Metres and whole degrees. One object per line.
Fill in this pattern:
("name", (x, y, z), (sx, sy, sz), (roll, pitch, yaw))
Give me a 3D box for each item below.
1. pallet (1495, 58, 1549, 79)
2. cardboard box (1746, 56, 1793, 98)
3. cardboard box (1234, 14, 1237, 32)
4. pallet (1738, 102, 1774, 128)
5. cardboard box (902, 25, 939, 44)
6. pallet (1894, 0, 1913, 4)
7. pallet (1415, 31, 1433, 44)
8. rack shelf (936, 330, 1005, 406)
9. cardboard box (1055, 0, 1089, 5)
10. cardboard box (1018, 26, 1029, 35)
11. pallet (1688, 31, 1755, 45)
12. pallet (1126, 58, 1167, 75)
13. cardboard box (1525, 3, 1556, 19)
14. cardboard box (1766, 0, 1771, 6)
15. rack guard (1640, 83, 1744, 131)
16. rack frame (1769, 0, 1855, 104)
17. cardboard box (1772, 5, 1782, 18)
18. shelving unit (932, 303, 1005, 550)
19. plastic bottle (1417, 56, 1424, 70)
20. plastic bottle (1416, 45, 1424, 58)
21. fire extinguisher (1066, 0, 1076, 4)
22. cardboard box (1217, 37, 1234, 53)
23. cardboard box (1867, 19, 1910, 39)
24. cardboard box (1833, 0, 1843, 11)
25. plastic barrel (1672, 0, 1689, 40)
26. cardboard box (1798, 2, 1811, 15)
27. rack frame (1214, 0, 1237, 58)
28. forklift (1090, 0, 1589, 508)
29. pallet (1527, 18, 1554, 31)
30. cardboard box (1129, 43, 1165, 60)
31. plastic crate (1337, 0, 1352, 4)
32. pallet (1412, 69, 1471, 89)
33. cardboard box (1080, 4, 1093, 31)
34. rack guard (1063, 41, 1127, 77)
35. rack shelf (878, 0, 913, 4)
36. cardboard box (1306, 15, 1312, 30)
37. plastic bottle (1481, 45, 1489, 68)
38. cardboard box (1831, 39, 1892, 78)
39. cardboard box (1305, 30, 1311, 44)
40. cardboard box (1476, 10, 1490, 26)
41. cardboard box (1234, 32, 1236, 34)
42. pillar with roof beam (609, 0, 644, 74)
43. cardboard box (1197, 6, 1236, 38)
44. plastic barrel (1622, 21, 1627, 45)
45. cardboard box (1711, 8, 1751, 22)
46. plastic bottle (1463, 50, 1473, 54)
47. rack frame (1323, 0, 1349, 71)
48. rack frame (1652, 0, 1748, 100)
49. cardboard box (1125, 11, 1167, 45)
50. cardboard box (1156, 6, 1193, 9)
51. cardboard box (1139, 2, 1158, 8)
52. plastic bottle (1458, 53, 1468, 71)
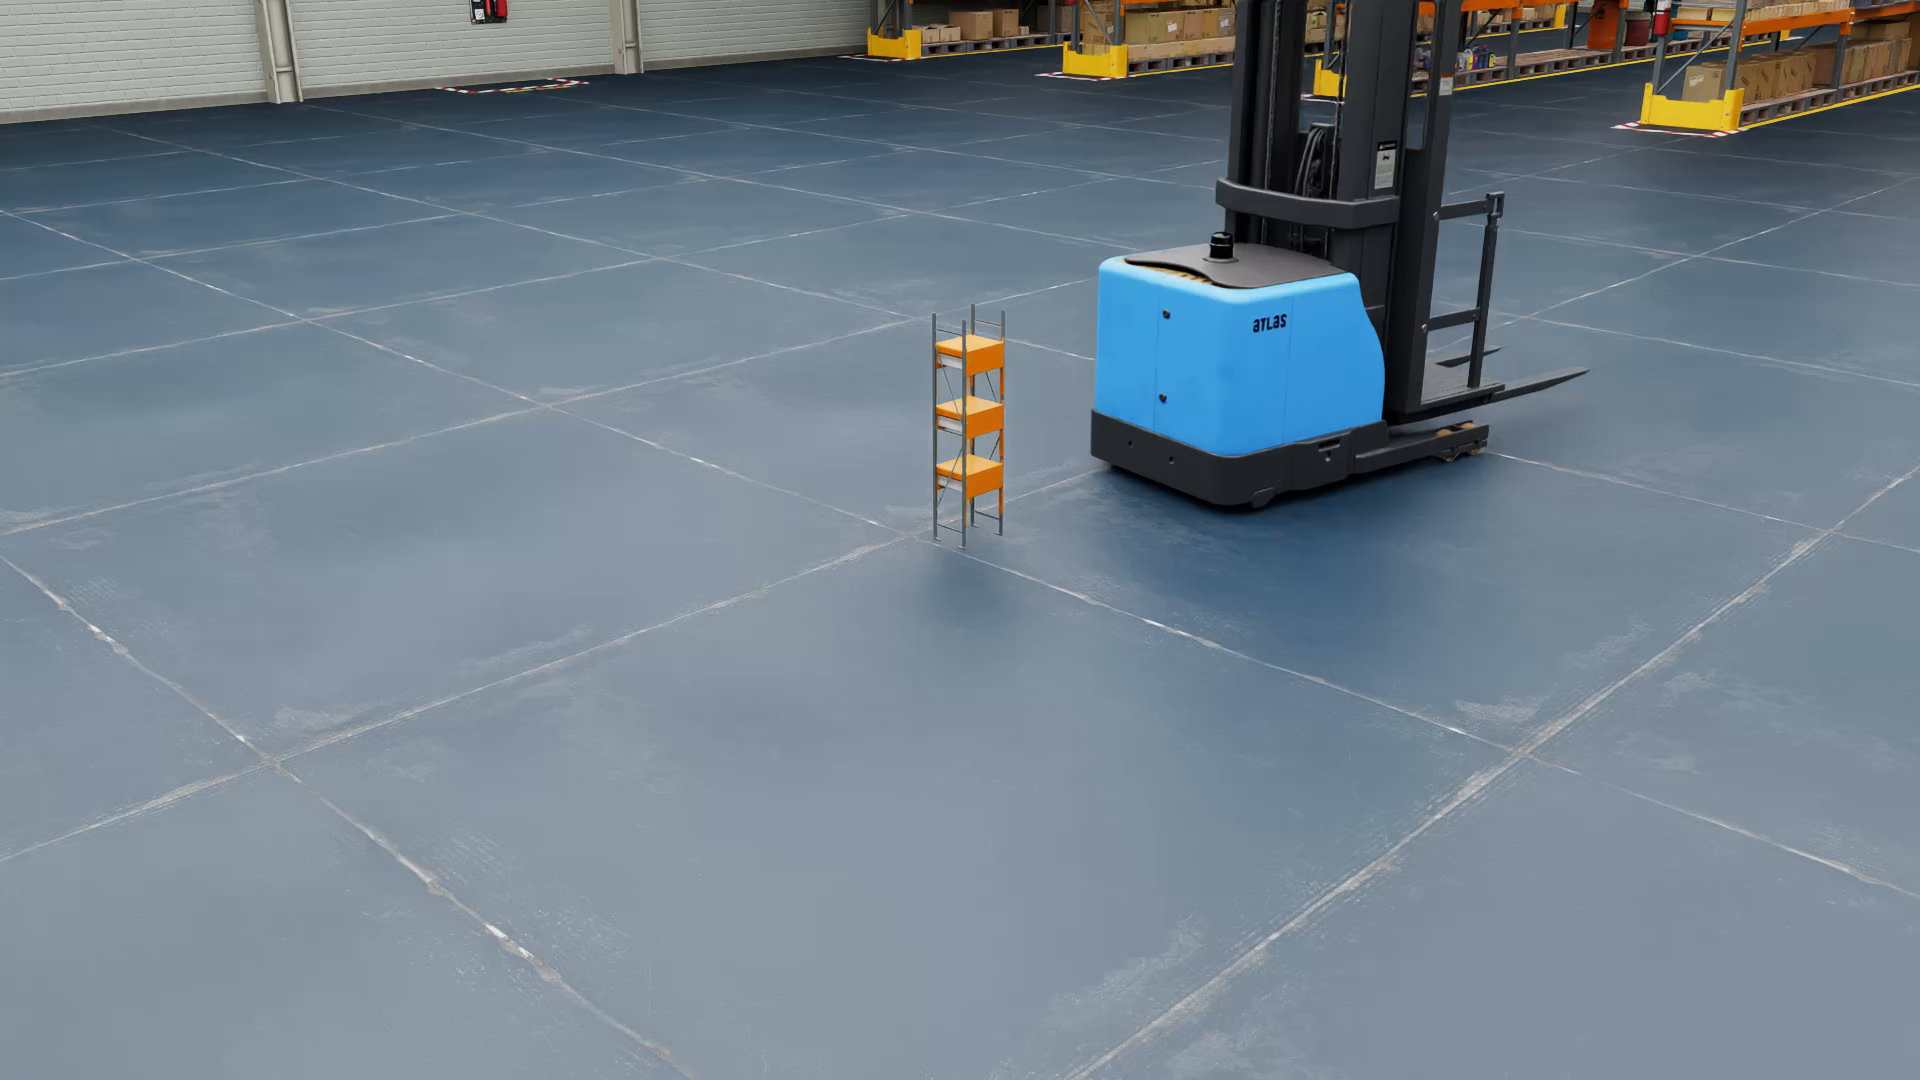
("pallet", (9.124, -7.910, 27.860), (1.003, 0.211, 1.213), (19, 28, 41))
("cardboard box", (11.074, -6.369, 22.862), (0.500, 0.500, 0.500), (16, 26, 36))
("cardboard box", (5.135, -9.591, 30.812), (0.500, 0.311, 0.500), (19, 28, 41))
("pallet", (10.007, -5.650, 21.981), (1.003, 0.211, 1.213), (19, 28, 41))
("cardboard box", (-0.738, -9.557, 31.393), (0.500, 0.311, 0.500), (15, 26, 35))
("pallet", (13.591, -8.180, 24.943), (1.003, 0.211, 1.213), (19, 28, 41))
("pallet", (9.247, -10.462, 34.500), (1.003, 0.211, 1.213), (19, 28, 41))
("rack shelf", (0.037, -0.759, 7.324), (0.215, 0.259, 0.240), (19, 28, 41))
("cardboard box", (2.312, -11.176, 34.296), (0.500, 0.250, 0.500), (19, 28, 40))
("cardboard box", (1.154, -10.218, 33.313), (0.380, 0.166, 0.250), (15, 26, 34))
("pallet", (15.521, -10.269, 33.997), (1.003, 0.211, 1.213), (19, 28, 41))
("pallet", (2.771, -8.118, 28.401), (1.003, 0.211, 1.213), (19, 28, 41))
("cardboard box", (13.226, -12.163, 37.908), (0.500, 0.500, 0.500), (19, 28, 41))
("cardboard box", (10.028, -7.211, 21.600), (0.875, 0.500, 0.500), (19, 28, 41))
("rack guard", (9.415, -5.585, 21.409), (1.175, 0.500, 0.348), (19, 28, 41))
("rack frame", (12.153, -7.761, 23.584), (1.000, 3.000, 0.127), (19, 28, 41))
("cardboard box", (10.444, -6.881, 21.645), (0.380, 0.149, 0.250), (19, 28, 41))
("shelving unit", (0.037, -0.504, 7.422), (0.215, 1.050, 0.252), (19, 28, 41))
("plastic bottle", (7.303, -7.571, 26.379), (0.097, 0.201, 0.097), (0, 21, 0))
("plastic bottle", (7.315, -7.708, 26.526), (0.144, 0.351, 0.185), (19, 28, 40))
("fire extinguisher", (1.852, -9.262, 27.600), (0.296, 0.674, 0.183), (19, 28, 41))
("cardboard box", (4.535, -8.853, 29.675), (0.500, 0.250, 0.500), (19, 28, 41))
("cardboard box", (14.497, -7.998, 26.027), (0.500, 0.250, 0.500), (-19, 28, -40))
("cardboard box", (12.032, -7.453, 23.133), (0.380, 0.149, 0.250), (19, 28, 41))
("plastic barrel", (13.793, -10.138, 32.108), (0.600, 0.901, 0.708), (19, 28, 41))
("cardboard box", (11.156, -7.133, 22.301), (0.380, 0.149, 0.250), (19, 28, 41))
("rack frame", (5.057, -10.241, 30.038), (1.000, 3.000, 0.127), (19, 28, 41))
("forklift", (2.164, -1.915, 8.471), (3.031, 2.935, 1.130), (-14, 25, -33))
("pallet", (12.820, -11.799, 37.979), (1.003, 0.211, 1.213), (19, 28, 41))
("cardboard box", (3.147, -8.337, 28.331), (0.500, 0.250, 0.500), (19, 28, 41))
("plastic crate", (5.948, -8.106, 24.691), (0.499, 0.251, 0.616), (19, 28, 41))
("pallet", (7.254, -7.221, 26.068), (1.003, 0.211, 1.213), (19, 28, 41))
("cardboard box", (2.332, -10.857, 34.512), (0.700, 0.500, 0.500), (19, 28, 40))
("rack guard", (2.250, -8.040, 27.795), (1.175, 0.500, 0.348), (19, 28, 41))
("rack shelf", (0.110, -10.630, 32.052), (1.077, 0.370, 4.000), (19, 28, 41))
("cardboard box", (6.237, -9.720, 31.147), (0.500, 0.311, 0.500), (18, 27, 39))
("plastic bottle", (8.361, -7.731, 26.588), (0.144, 0.351, 0.185), (18, 28, 39))
("cardboard box", (13.722, -7.357, 25.405), (0.500, 0.500, 0.700), (-17, 27, -38))
("cardboard box", (6.233, -9.460, 31.253), (0.500, 0.250, 0.500), (18, 28, 39))
("cardboard box", (11.086, -11.301, 35.931), (0.500, 0.311, 0.500), (19, 28, 41))
("cardboard box", (5.139, -9.333, 30.922), (0.500, 0.250, 0.500), (19, 28, 40))
("pillar with roof beam", (-2.517, -11.028, 23.725), (9.100, 9.000, 0.400), (19, 28, 41))
("cardboard box", (4.533, -9.204, 29.542), (0.500, 0.500, 0.500), (19, 28, 41))
("plastic barrel", (12.053, -9.361, 30.630), (0.421, 0.512, 0.421), (0, 21, 0))
("cardboard box", (9.732, -6.629, 20.990), (0.380, 0.149, 0.250), (19, 28, 41))
("plastic bottle", (8.104, -7.678, 26.552), (0.152, 0.276, 0.135), (19, 28, 41))
("rack frame", (5.813, -7.972, 24.135), (1.000, 3.000, 0.127), (19, 28, 41))
("rack frame", (9.362, -6.732, 20.909), (1.000, 3.000, 0.127), (19, 28, 41))
("cardboard box", (3.148, -8.686, 28.195), (0.500, 0.500, 0.500), (19, 28, 41))
("cardboard box", (3.812, -9.206, 29.546), (0.500, 0.500, 0.500), (19, 28, 41))
("cardboard box", (3.831, -11.348, 35.790), (0.500, 0.500, 0.700), (-20, 29, -41))
("plastic bottle", (7.886, -7.523, 26.151), (0.135, 0.276, 0.152), (-20, 28, -41))
